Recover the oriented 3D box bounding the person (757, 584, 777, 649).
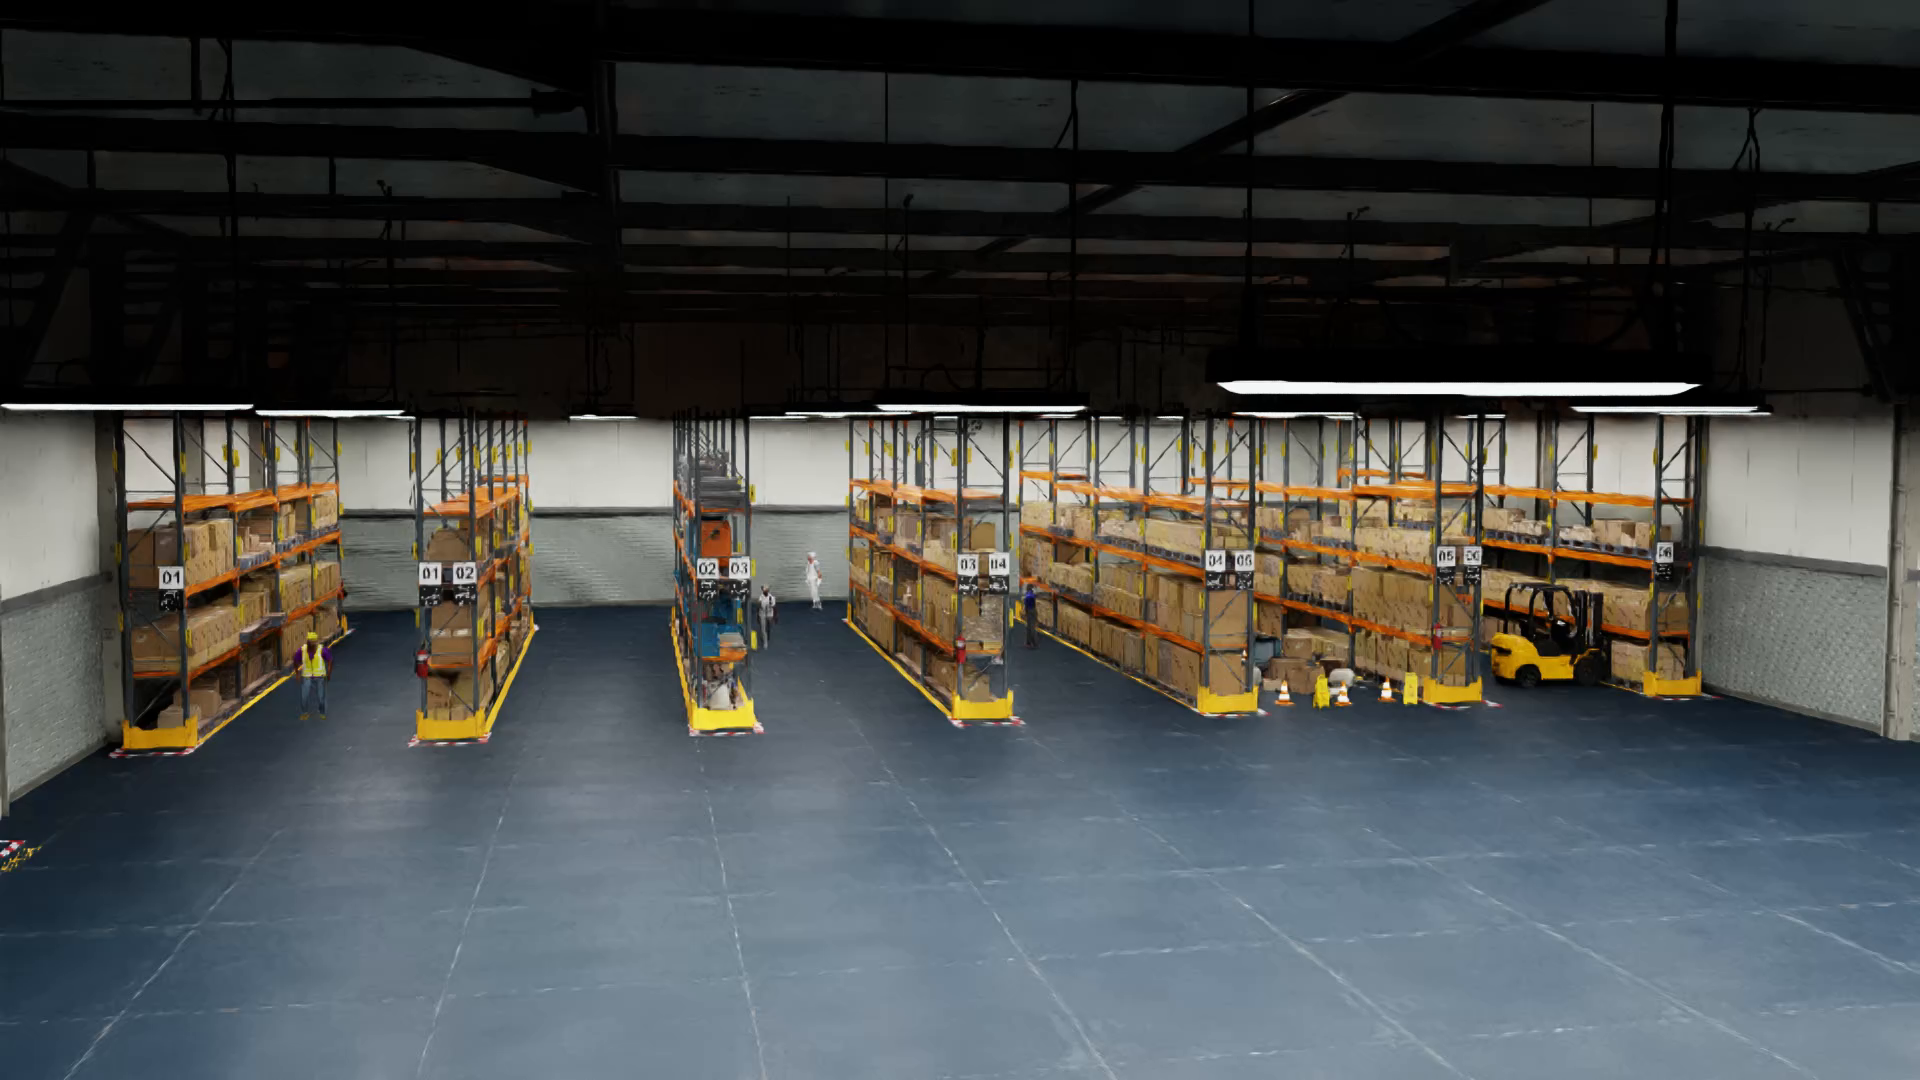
[{"bbox_3d":[-4.877,1.913,42.064,0.461,1.626,0.989,-1,4,-13],"label":"person"}]

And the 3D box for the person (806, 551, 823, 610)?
[{"bbox_3d":[-4.426,1.236,50.467,0.381,1.783,0.632,-4,6,-45],"label":"person"}]

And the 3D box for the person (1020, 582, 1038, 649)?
[{"bbox_3d":[1.754,1.901,42.036,0.549,1.642,0.574,2,4,21],"label":"person"}]

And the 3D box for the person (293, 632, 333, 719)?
[{"bbox_3d":[-12.419,2.605,31.923,0.719,1.713,0.578,-1,4,-12],"label":"person"}]

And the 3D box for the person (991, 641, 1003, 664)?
[{"bbox_3d":[0.873,2.105,39.146,0.435,1.671,0.492,-3,5,-37],"label":"person"}]
